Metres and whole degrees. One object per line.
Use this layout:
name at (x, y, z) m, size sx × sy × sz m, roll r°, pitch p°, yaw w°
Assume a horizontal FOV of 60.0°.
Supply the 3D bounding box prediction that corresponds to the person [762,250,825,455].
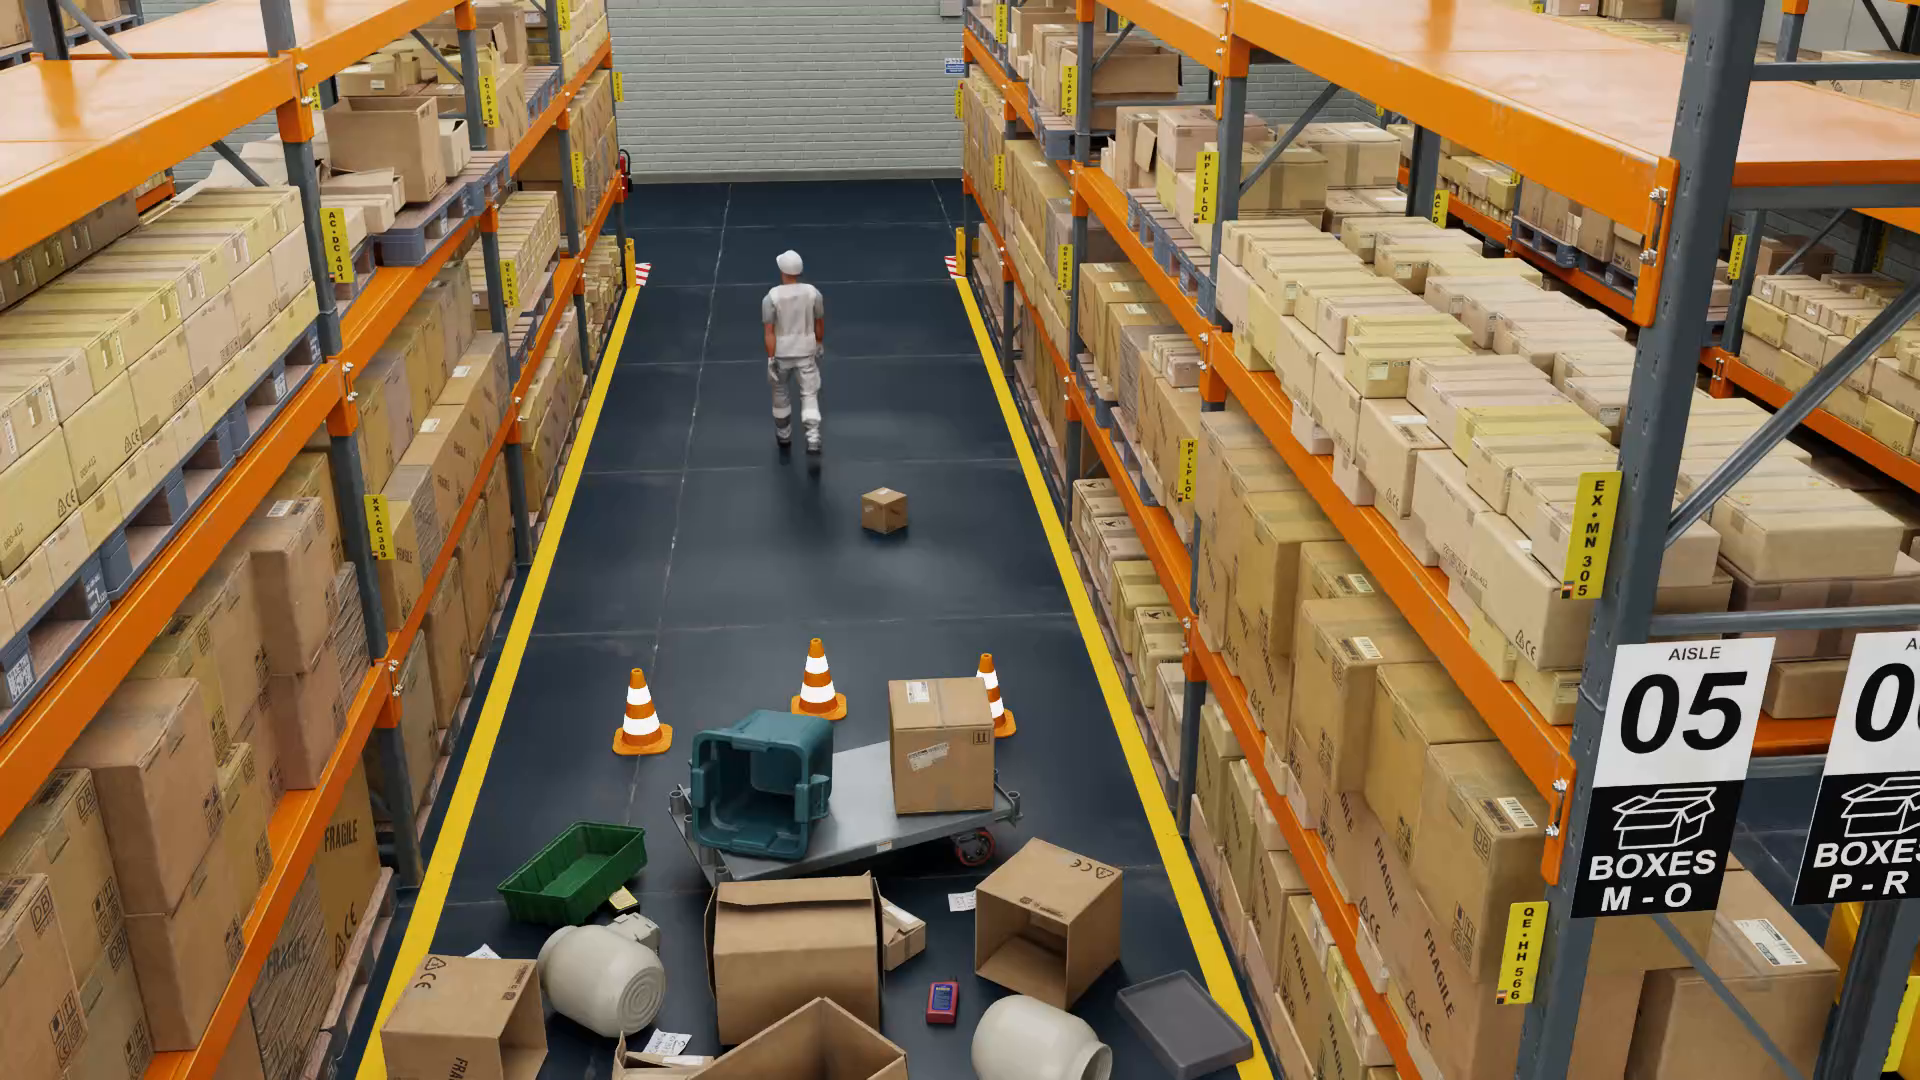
person at (-1.380, -1.565, 13.895) m, size 0.536 × 1.751 × 0.993 m, roll -5°, pitch 24°, yaw -12°
